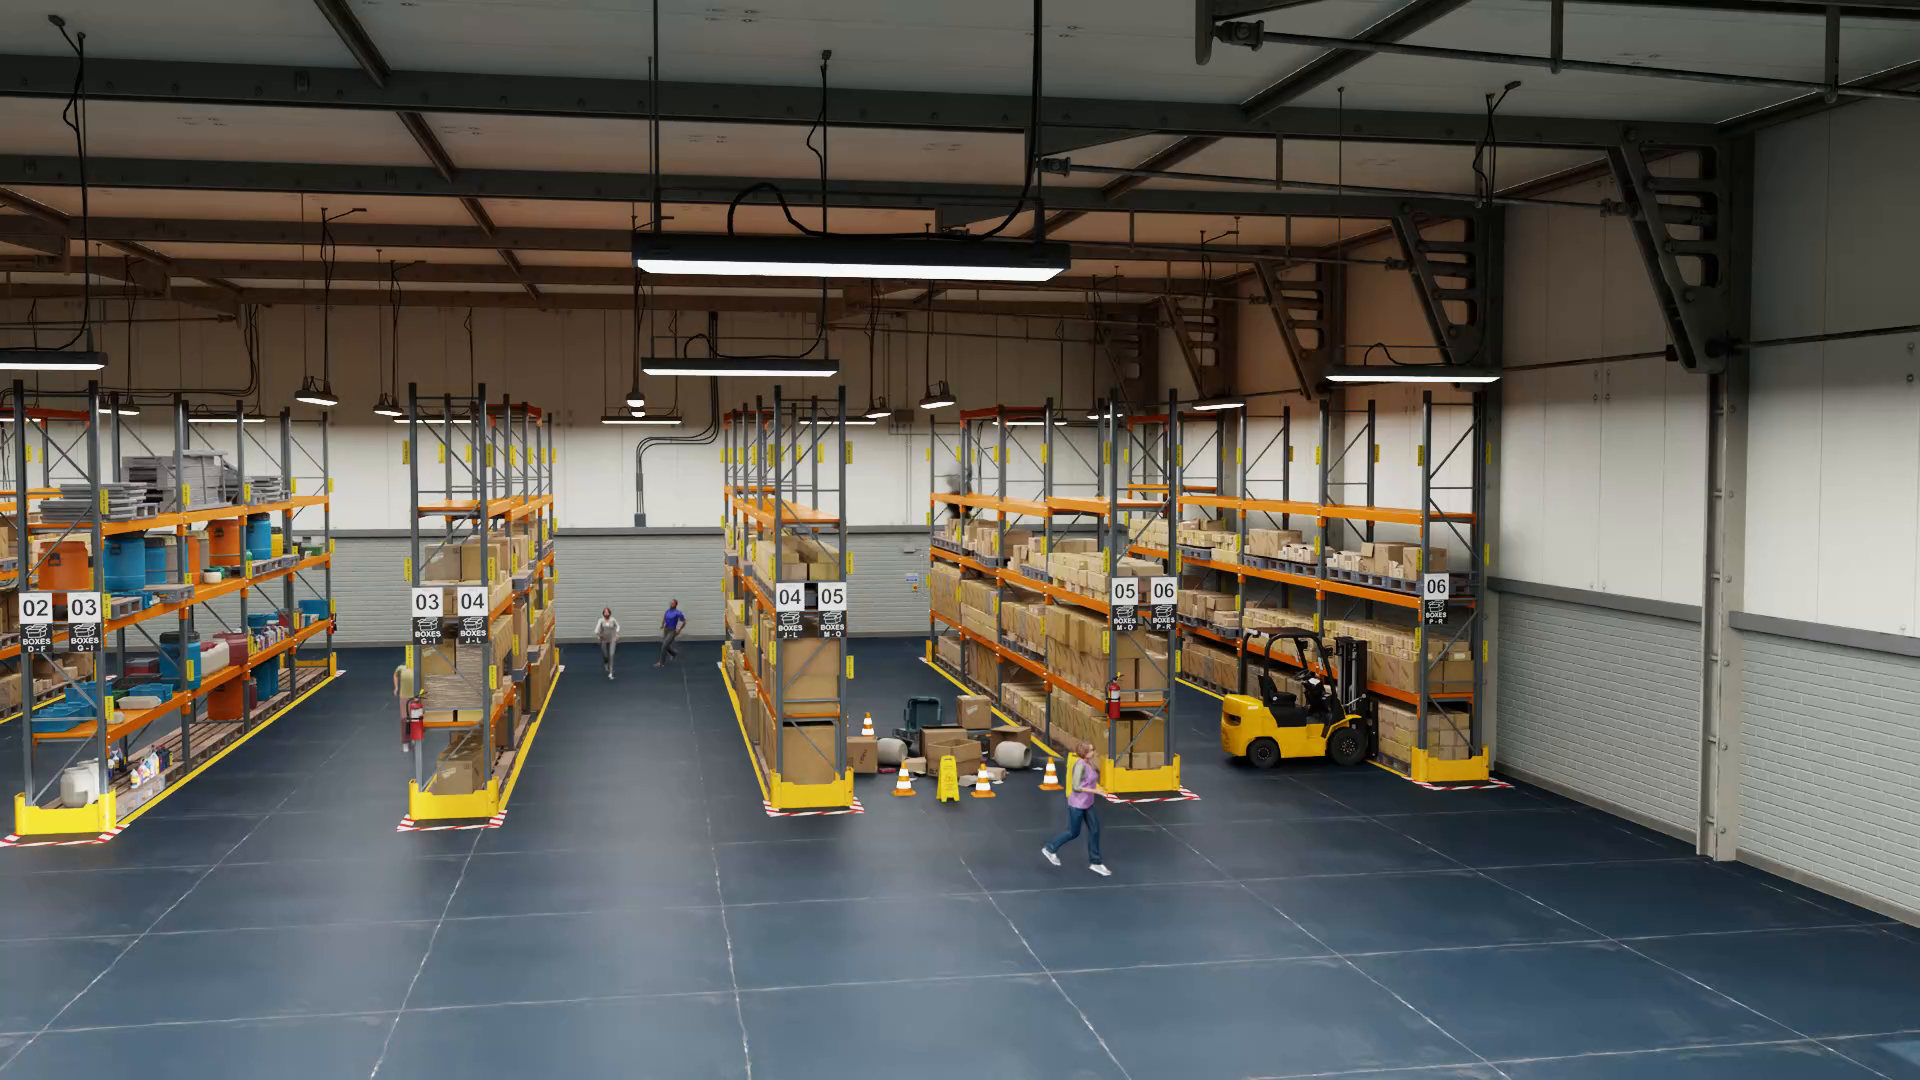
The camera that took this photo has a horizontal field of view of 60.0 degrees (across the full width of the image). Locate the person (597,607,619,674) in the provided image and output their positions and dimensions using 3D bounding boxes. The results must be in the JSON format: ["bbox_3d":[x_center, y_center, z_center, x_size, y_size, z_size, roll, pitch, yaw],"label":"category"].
[{"bbox_3d":[-7.964,2.265,37.573,0.522,1.498,0.718,-1,3,-13],"label":"person"}]

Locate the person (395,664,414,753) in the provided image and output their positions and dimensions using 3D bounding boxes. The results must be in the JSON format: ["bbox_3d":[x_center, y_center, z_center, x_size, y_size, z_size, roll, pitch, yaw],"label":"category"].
[{"bbox_3d":[-9.355,2.851,28.369,0.517,1.474,0.756,-1,3,-17],"label":"person"}]

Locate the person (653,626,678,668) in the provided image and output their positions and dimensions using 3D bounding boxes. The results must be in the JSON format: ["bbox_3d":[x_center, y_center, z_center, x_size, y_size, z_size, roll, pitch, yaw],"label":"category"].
[{"bbox_3d":[-6.901,2.503,39.470,0.473,0.988,0.832,2,3,33],"label":"person"}]

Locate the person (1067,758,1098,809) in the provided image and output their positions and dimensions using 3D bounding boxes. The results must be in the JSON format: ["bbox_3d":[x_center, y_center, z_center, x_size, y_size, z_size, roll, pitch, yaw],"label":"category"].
[{"bbox_3d":[1.445,2.899,19.889,0.391,0.581,0.516,1,3,27],"label":"person"}]
